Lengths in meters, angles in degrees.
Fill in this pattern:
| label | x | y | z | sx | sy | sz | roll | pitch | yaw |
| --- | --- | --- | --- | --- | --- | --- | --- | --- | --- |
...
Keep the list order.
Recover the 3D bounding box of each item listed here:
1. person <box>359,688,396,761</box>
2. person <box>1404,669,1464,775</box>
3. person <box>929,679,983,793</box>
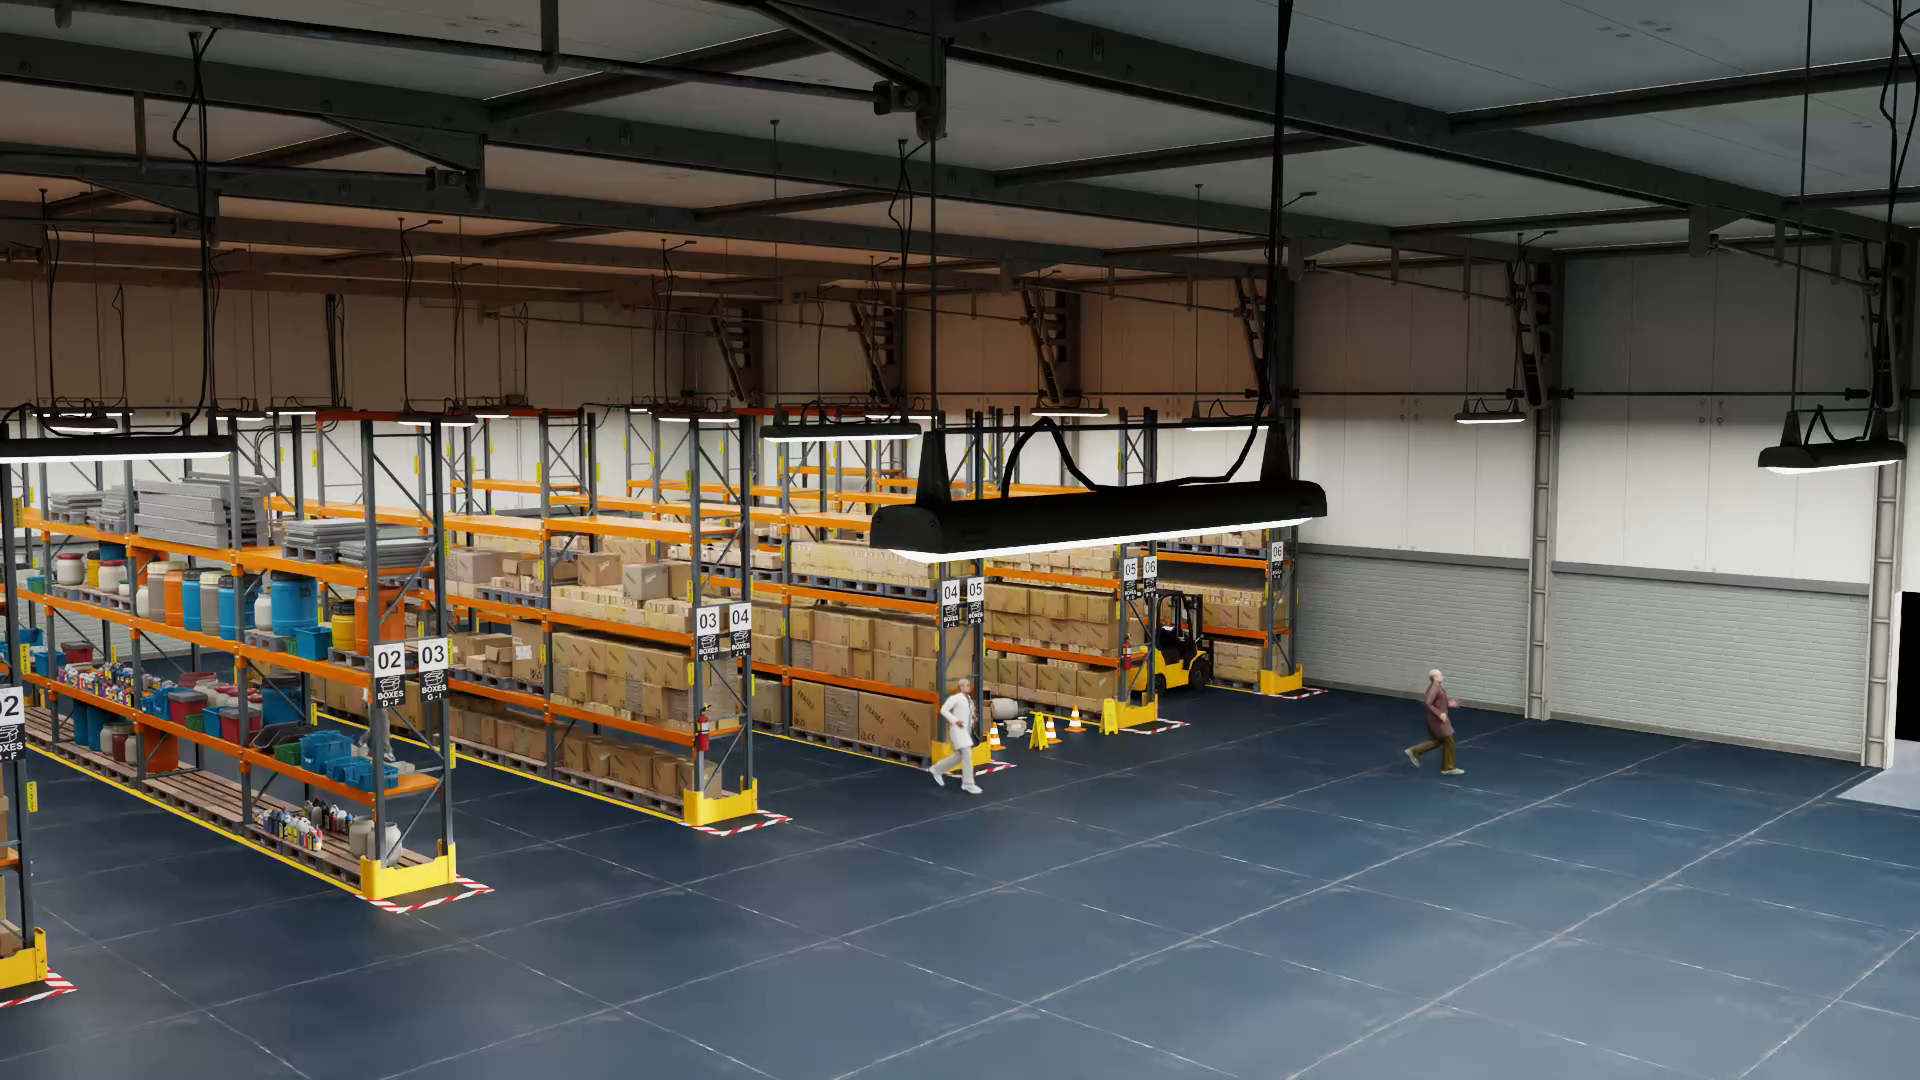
| label | x | y | z | sx | sy | sz | roll | pitch | yaw |
| --- | --- | --- | --- | --- | --- | --- | --- | --- | --- |
| person | -10.080 | 2.983 | 28.737 | 0.851 | 1.605 | 0.538 | 4 | 6 | 35 |
| person | 7.885 | 3.011 | 27.576 | 0.964 | 1.751 | 0.720 | 1 | 5 | 9 |
| person | -0.007 | 3.153 | 26.673 | 0.966 | 1.693 | 0.743 | 2 | 6 | 25 |
